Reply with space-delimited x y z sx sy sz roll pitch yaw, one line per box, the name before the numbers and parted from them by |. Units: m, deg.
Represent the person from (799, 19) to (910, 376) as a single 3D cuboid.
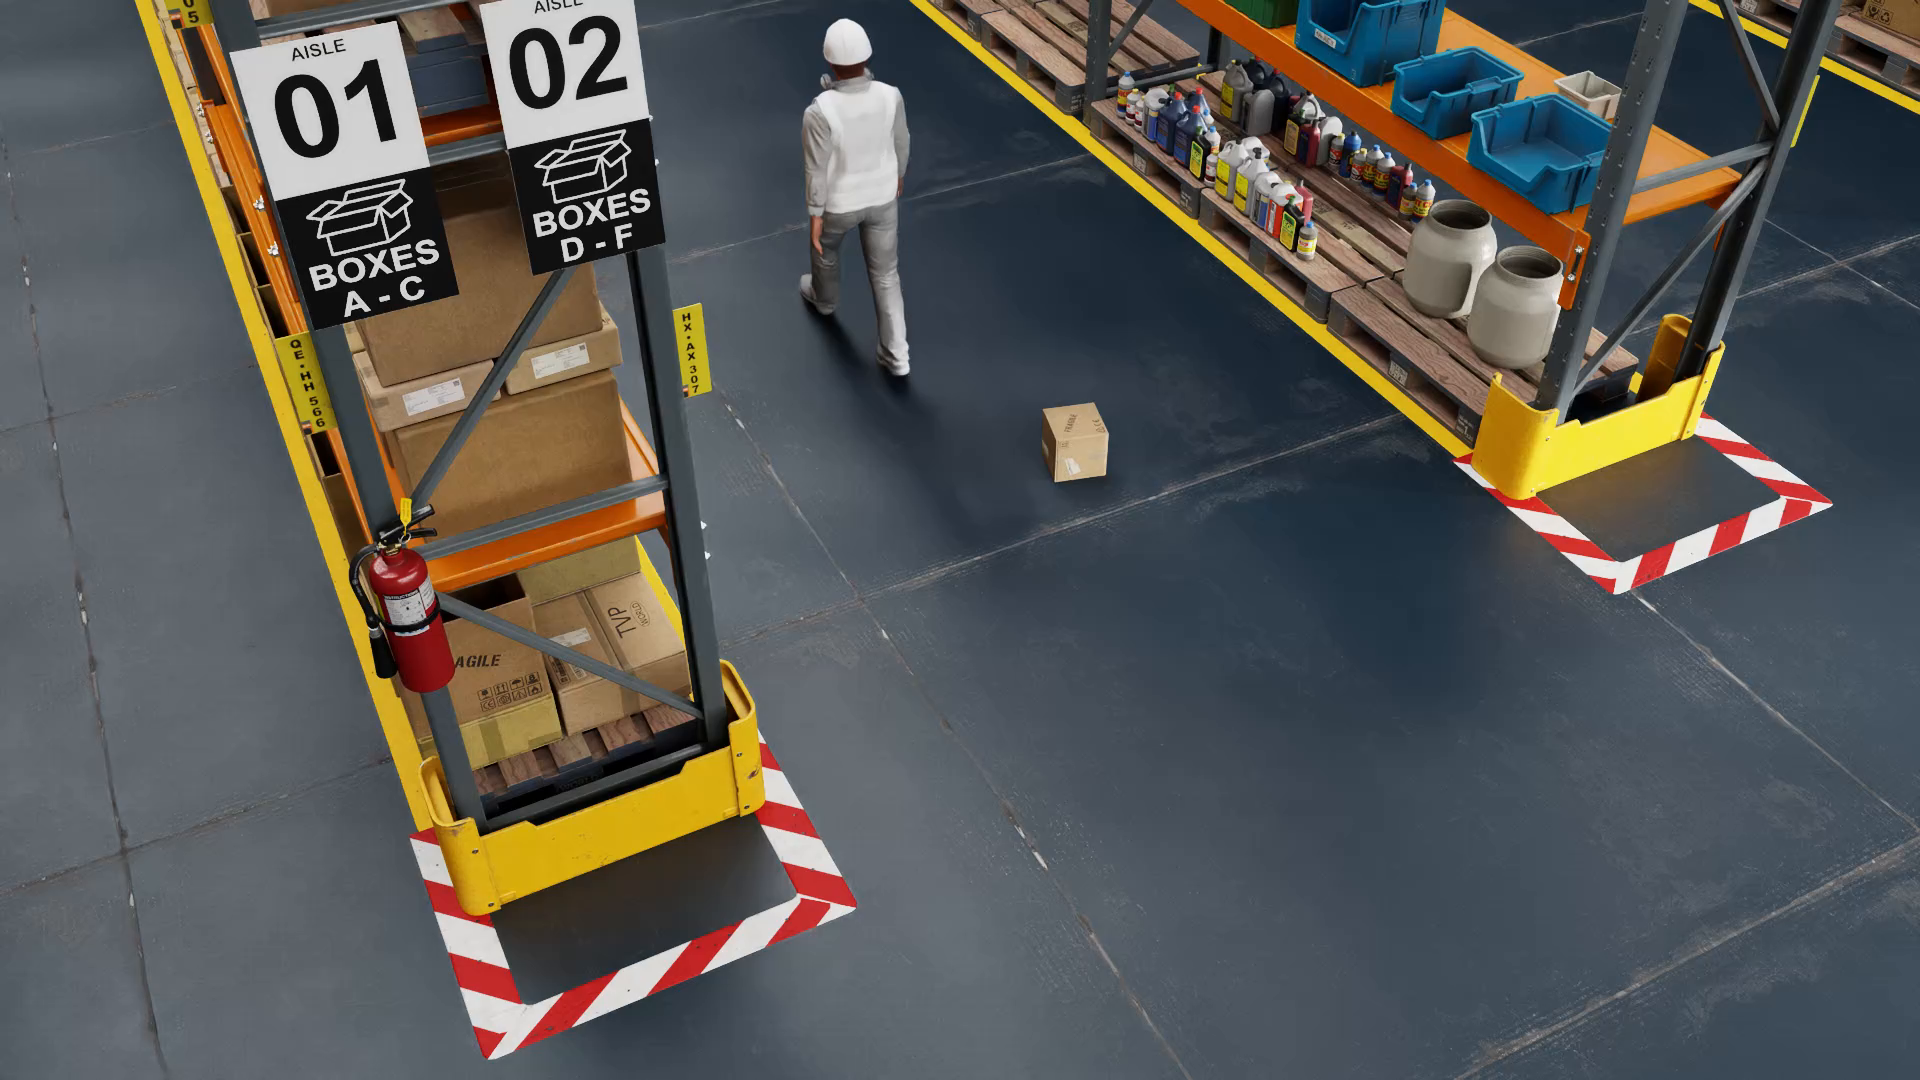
person | -0.511 -1.718 8.129 0.575 1.725 1.059 -13 43 -14
